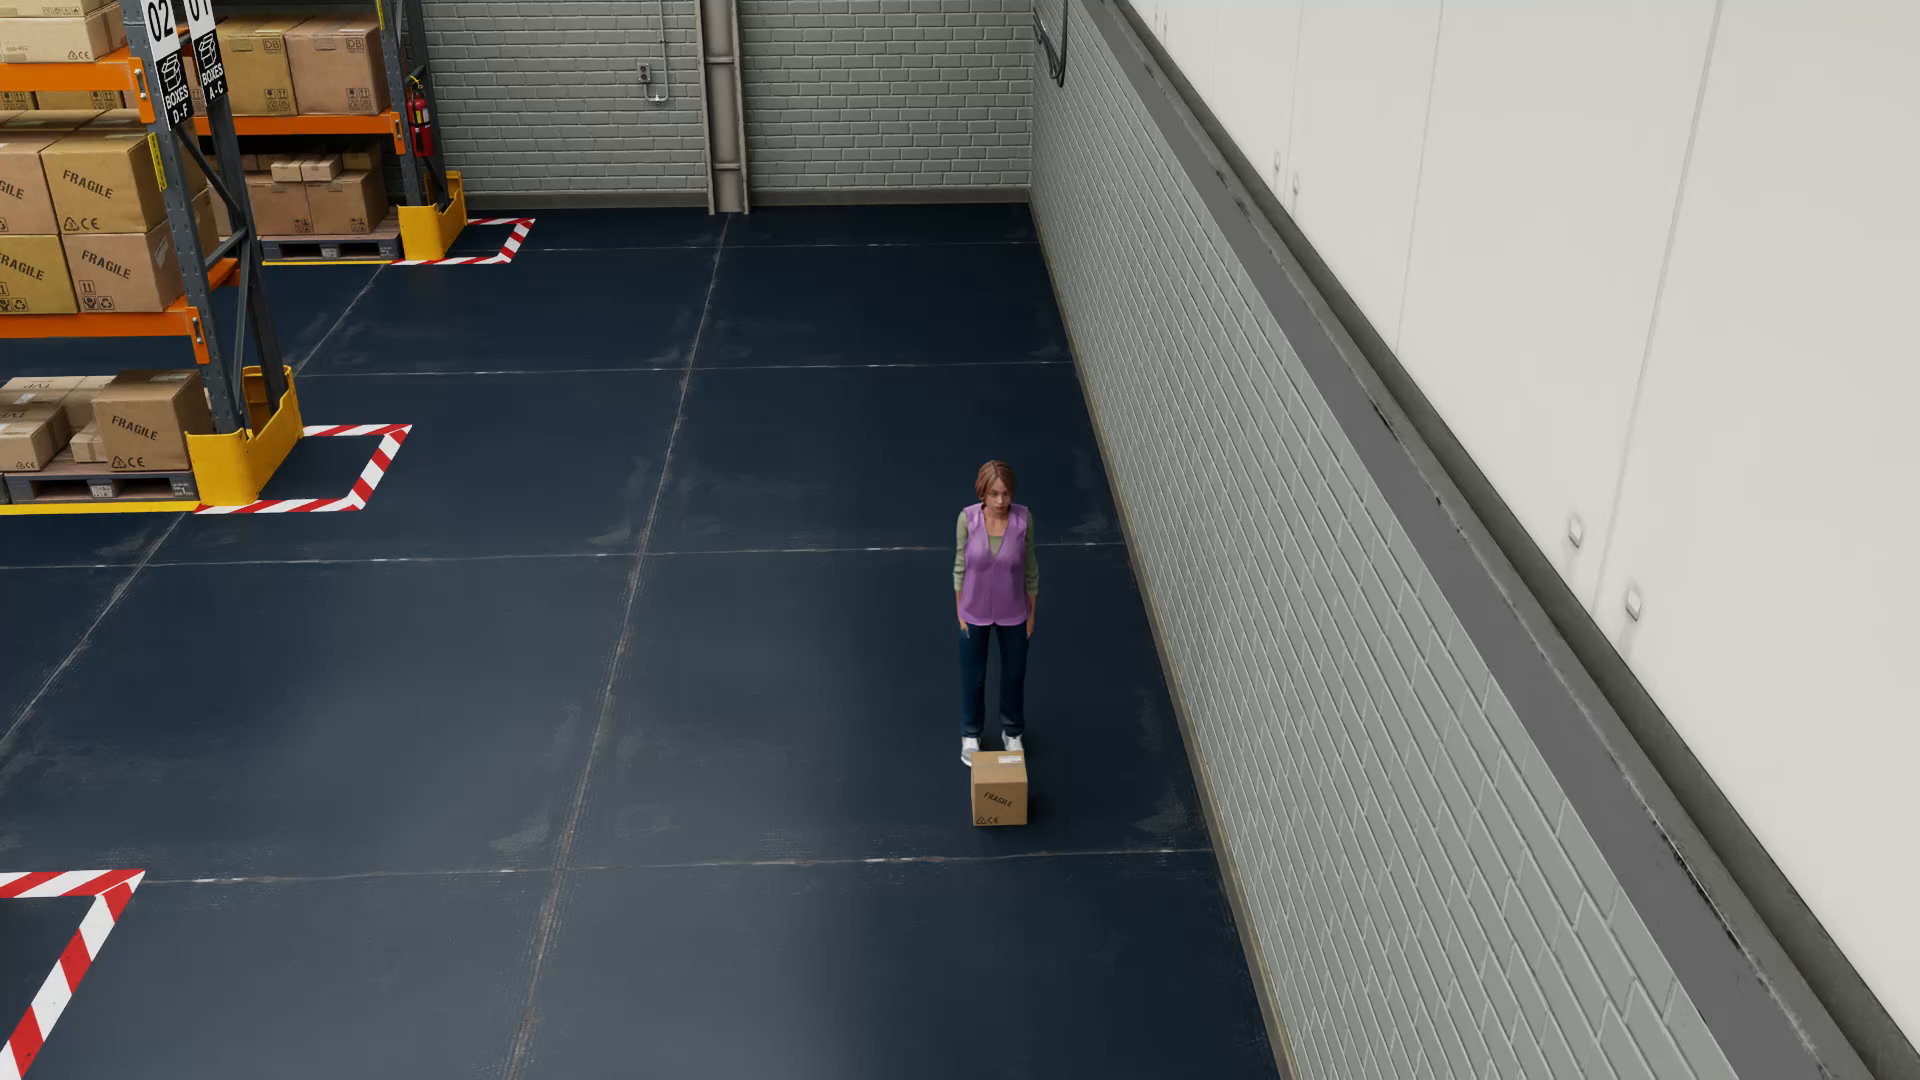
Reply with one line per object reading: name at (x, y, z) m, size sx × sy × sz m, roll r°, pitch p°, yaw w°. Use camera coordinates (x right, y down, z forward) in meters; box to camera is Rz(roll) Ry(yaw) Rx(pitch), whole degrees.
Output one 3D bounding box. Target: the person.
person at (0.172, 0.376, 7.971) m, size 0.408 × 1.615 × 0.311 m, roll -1°, pitch 28°, yaw -1°
